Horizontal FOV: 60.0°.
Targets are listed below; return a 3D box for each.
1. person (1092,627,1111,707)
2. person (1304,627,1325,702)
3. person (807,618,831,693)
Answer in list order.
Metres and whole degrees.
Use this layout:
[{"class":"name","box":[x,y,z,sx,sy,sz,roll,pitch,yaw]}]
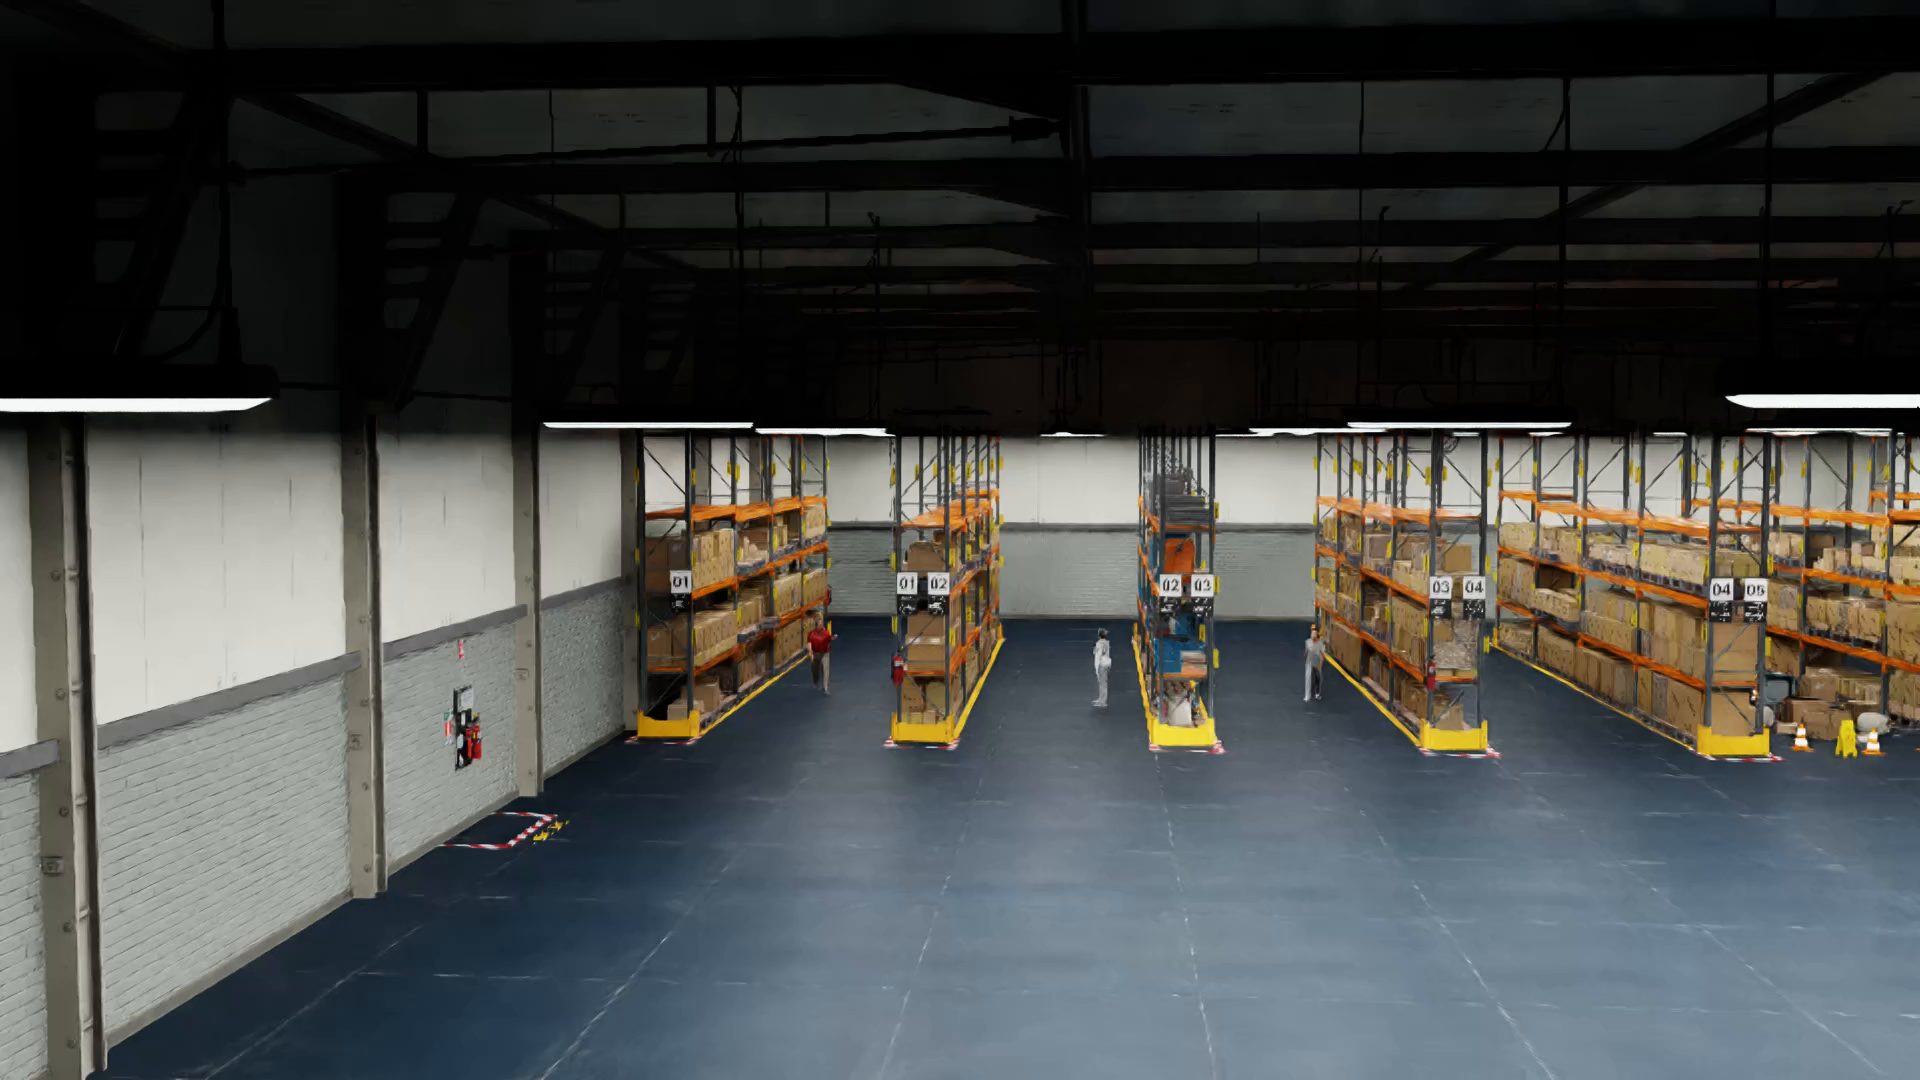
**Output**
[{"class":"person","box":[3.001,2.711,35.552,0.463,1.676,0.524,2,4,36]},{"class":"person","box":[7.729,2.699,36.250,0.445,1.603,1.019,1,4,14]},{"class":"person","box":[-3.180,2.593,37.529,0.536,1.659,1.037,0,3,-4]}]
